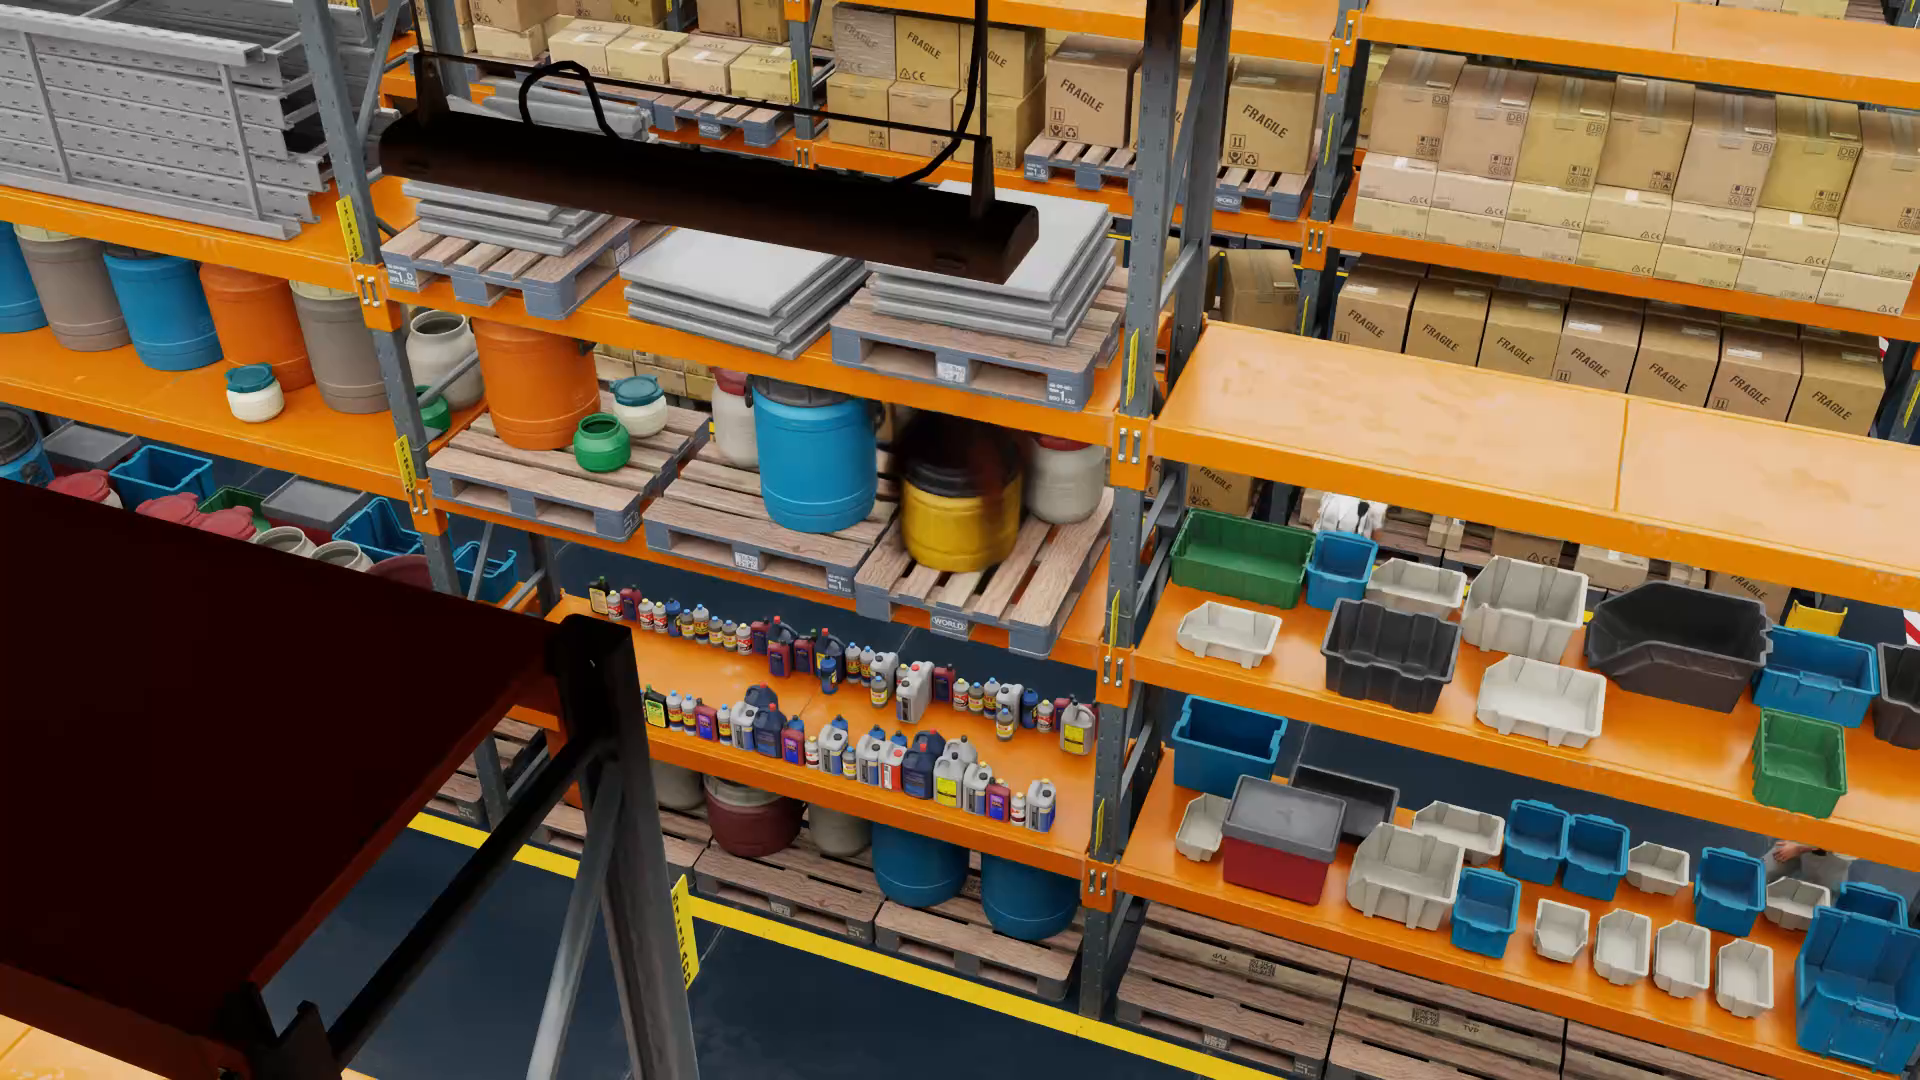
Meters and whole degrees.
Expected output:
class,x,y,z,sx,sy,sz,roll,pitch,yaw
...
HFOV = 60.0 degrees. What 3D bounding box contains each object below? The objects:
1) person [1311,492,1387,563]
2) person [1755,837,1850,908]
class,x,y,z,sx,sy,sz,roll,pitch,yaw
person,2.635,0.133,11.613,0.523,1.666,0.487,17,40,21
person,4.999,1.643,9.697,0.696,1.727,1.003,-30,46,-34
